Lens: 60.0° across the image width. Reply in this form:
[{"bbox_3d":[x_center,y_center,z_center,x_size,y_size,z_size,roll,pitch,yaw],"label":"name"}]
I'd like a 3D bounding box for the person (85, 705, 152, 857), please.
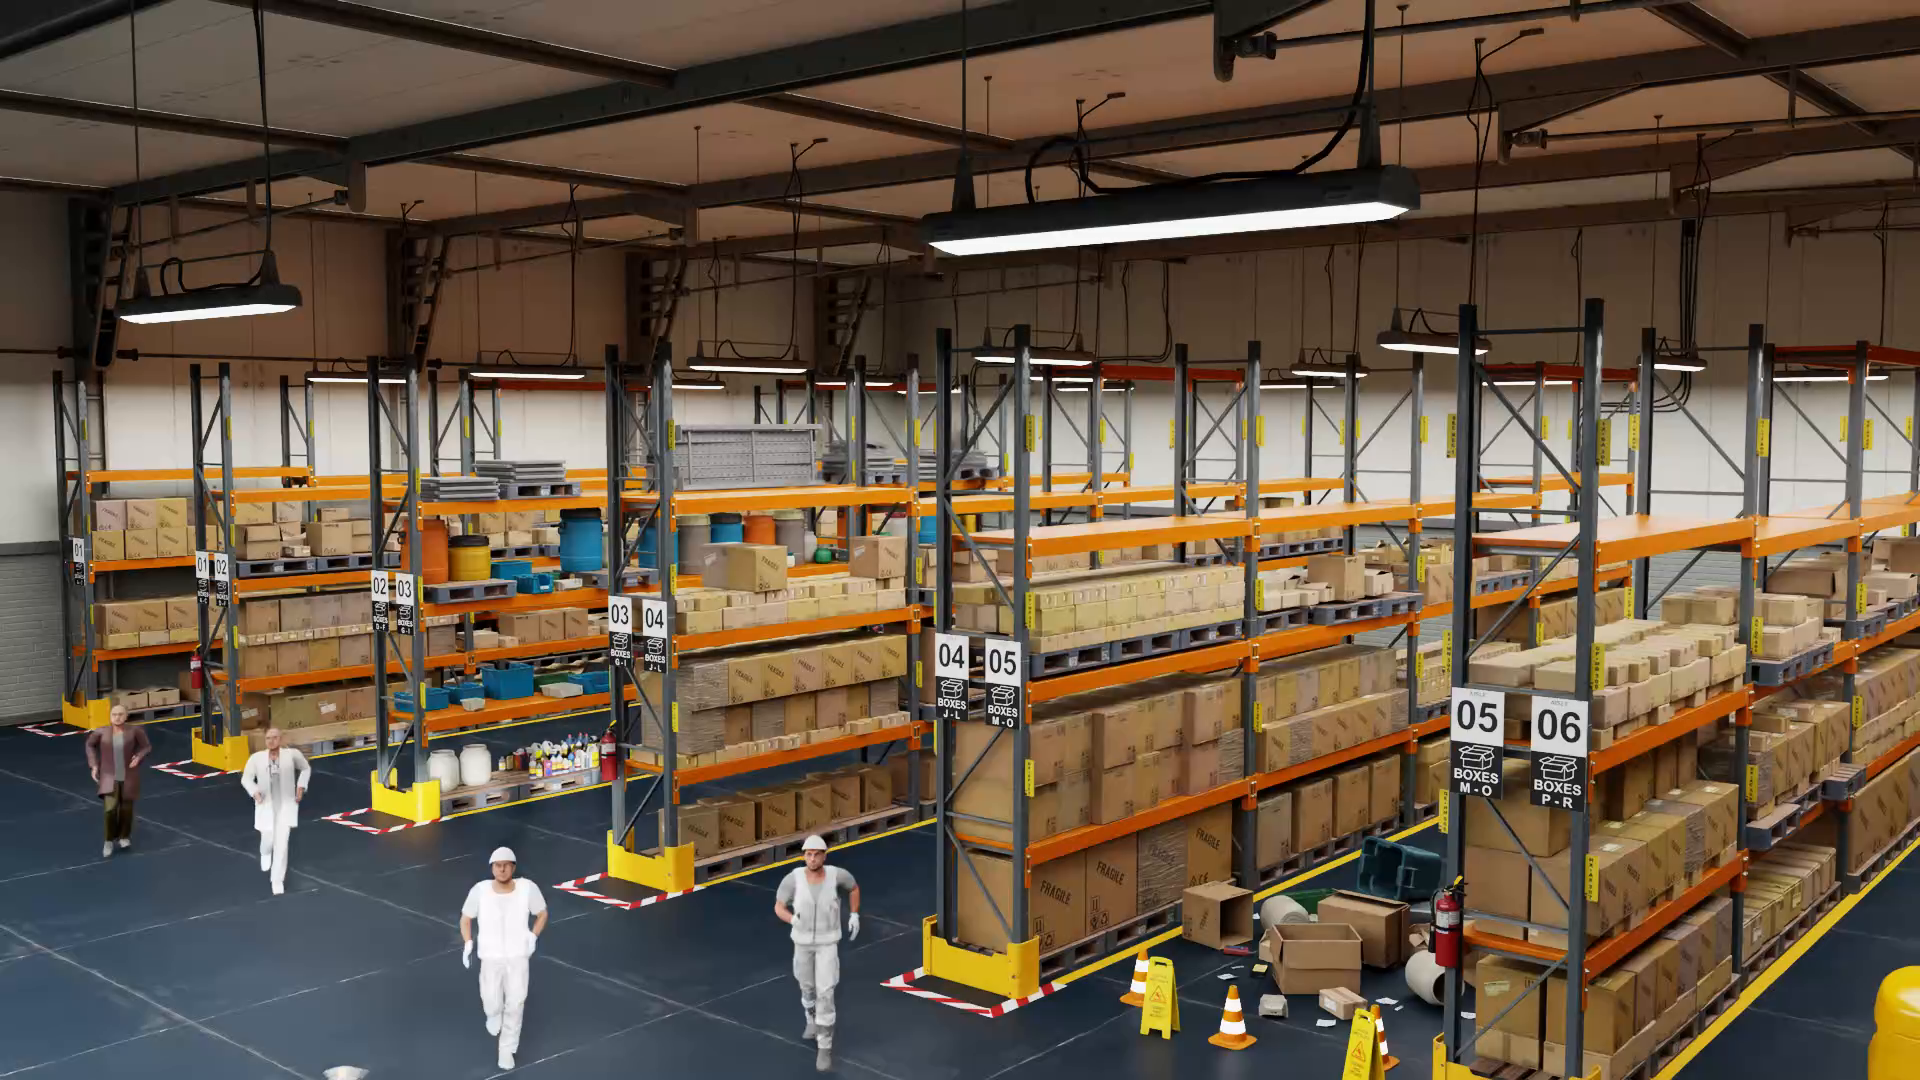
[{"bbox_3d":[-10.001,2.865,19.805,0.706,1.804,0.747,-2,5,-29],"label":"person"}]

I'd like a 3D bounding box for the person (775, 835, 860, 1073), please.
[{"bbox_3d":[-1.158,3.291,13.490,0.677,1.842,0.785,0,4,1],"label":"person"}]

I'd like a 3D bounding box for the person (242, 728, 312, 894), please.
[{"bbox_3d":[-7.591,2.962,18.493,0.719,1.776,0.921,-1,4,-18],"label":"person"}]

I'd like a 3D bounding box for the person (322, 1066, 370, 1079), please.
[{"bbox_3d":[-3.349,3.676,9.079,0.623,1.657,0.560,-1,4,-17],"label":"person"}]

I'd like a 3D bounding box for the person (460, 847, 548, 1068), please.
[{"bbox_3d":[-3.677,3.336,13.444,0.690,1.739,0.599,-1,4,-15],"label":"person"}]
